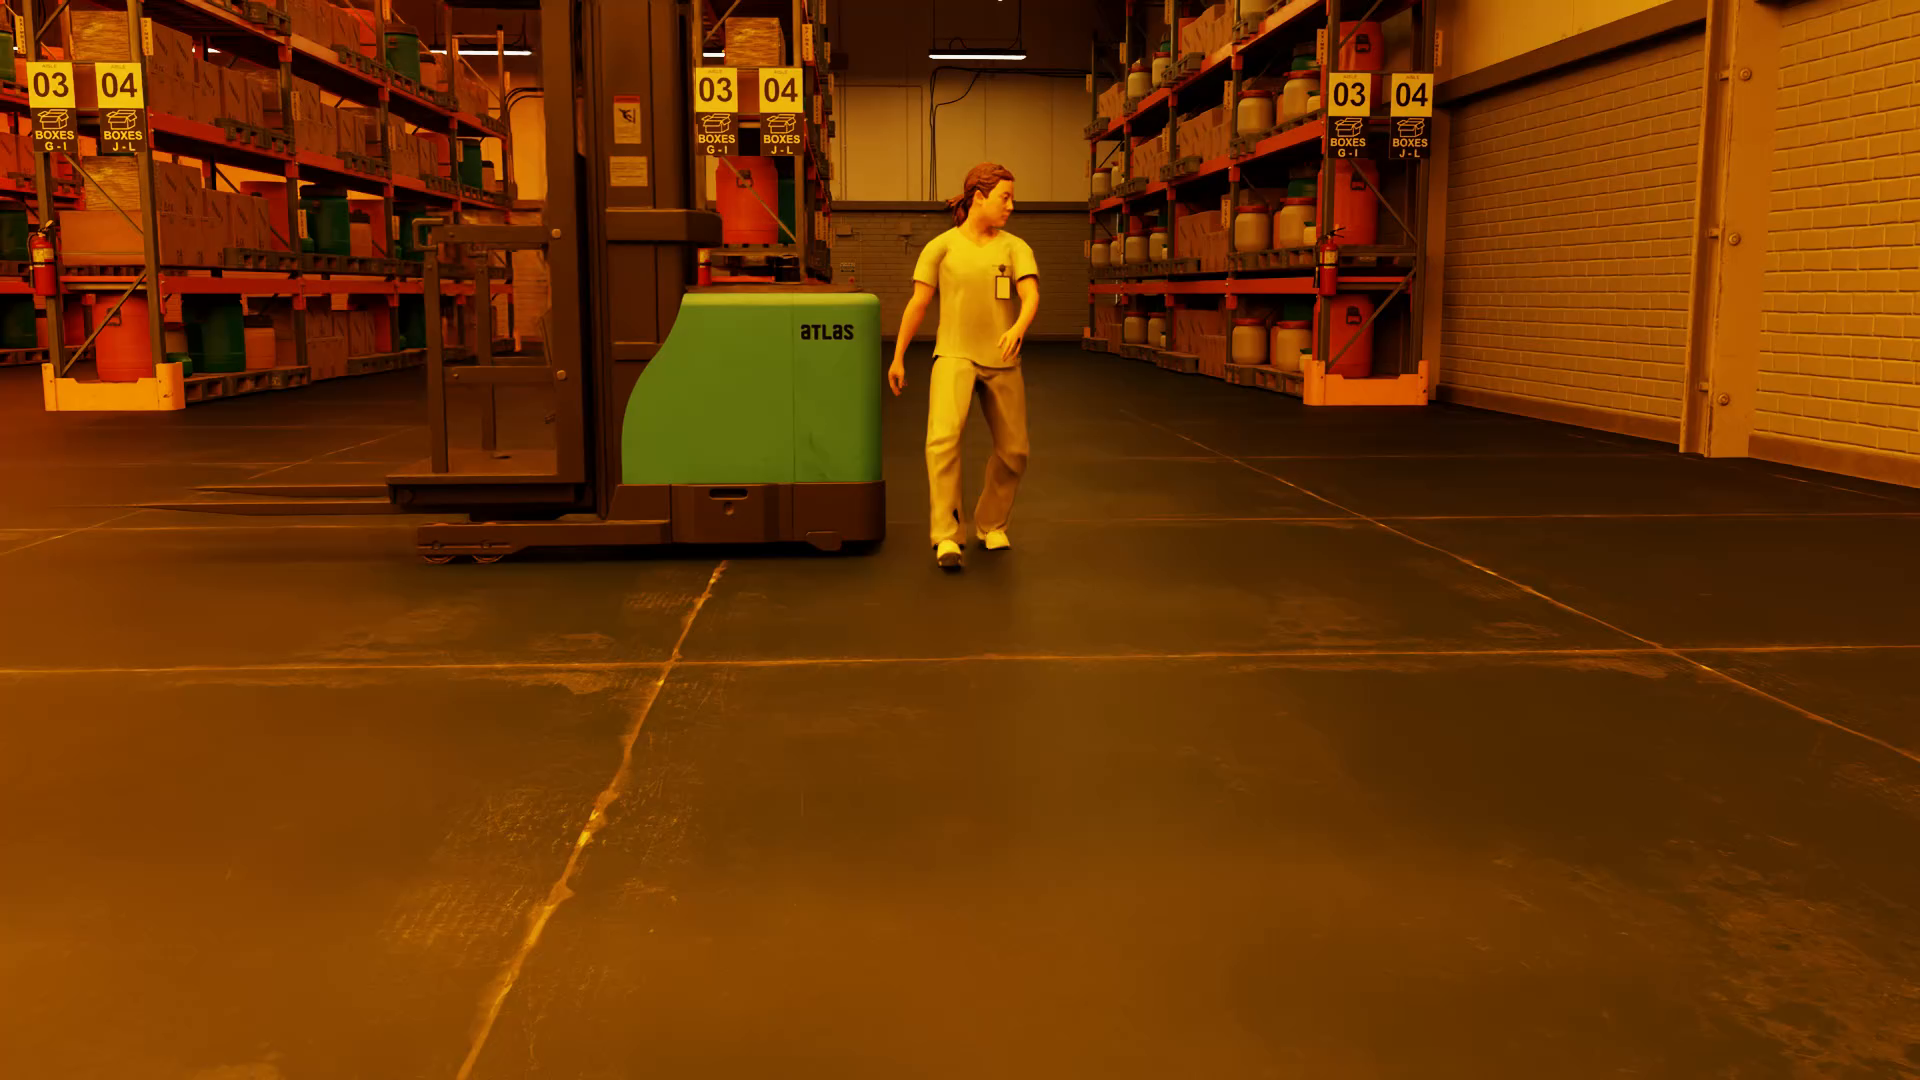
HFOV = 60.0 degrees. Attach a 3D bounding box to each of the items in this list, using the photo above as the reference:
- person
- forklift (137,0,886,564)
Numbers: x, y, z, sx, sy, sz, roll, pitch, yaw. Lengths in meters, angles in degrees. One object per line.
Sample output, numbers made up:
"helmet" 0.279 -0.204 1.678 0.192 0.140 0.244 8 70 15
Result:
"person" 0.027 -0.708 6.684 0.597 1.603 0.869 -2 9 -13
"forklift" -1.853 -1.435 6.996 3.031 2.935 1.130 -1 8 -5
